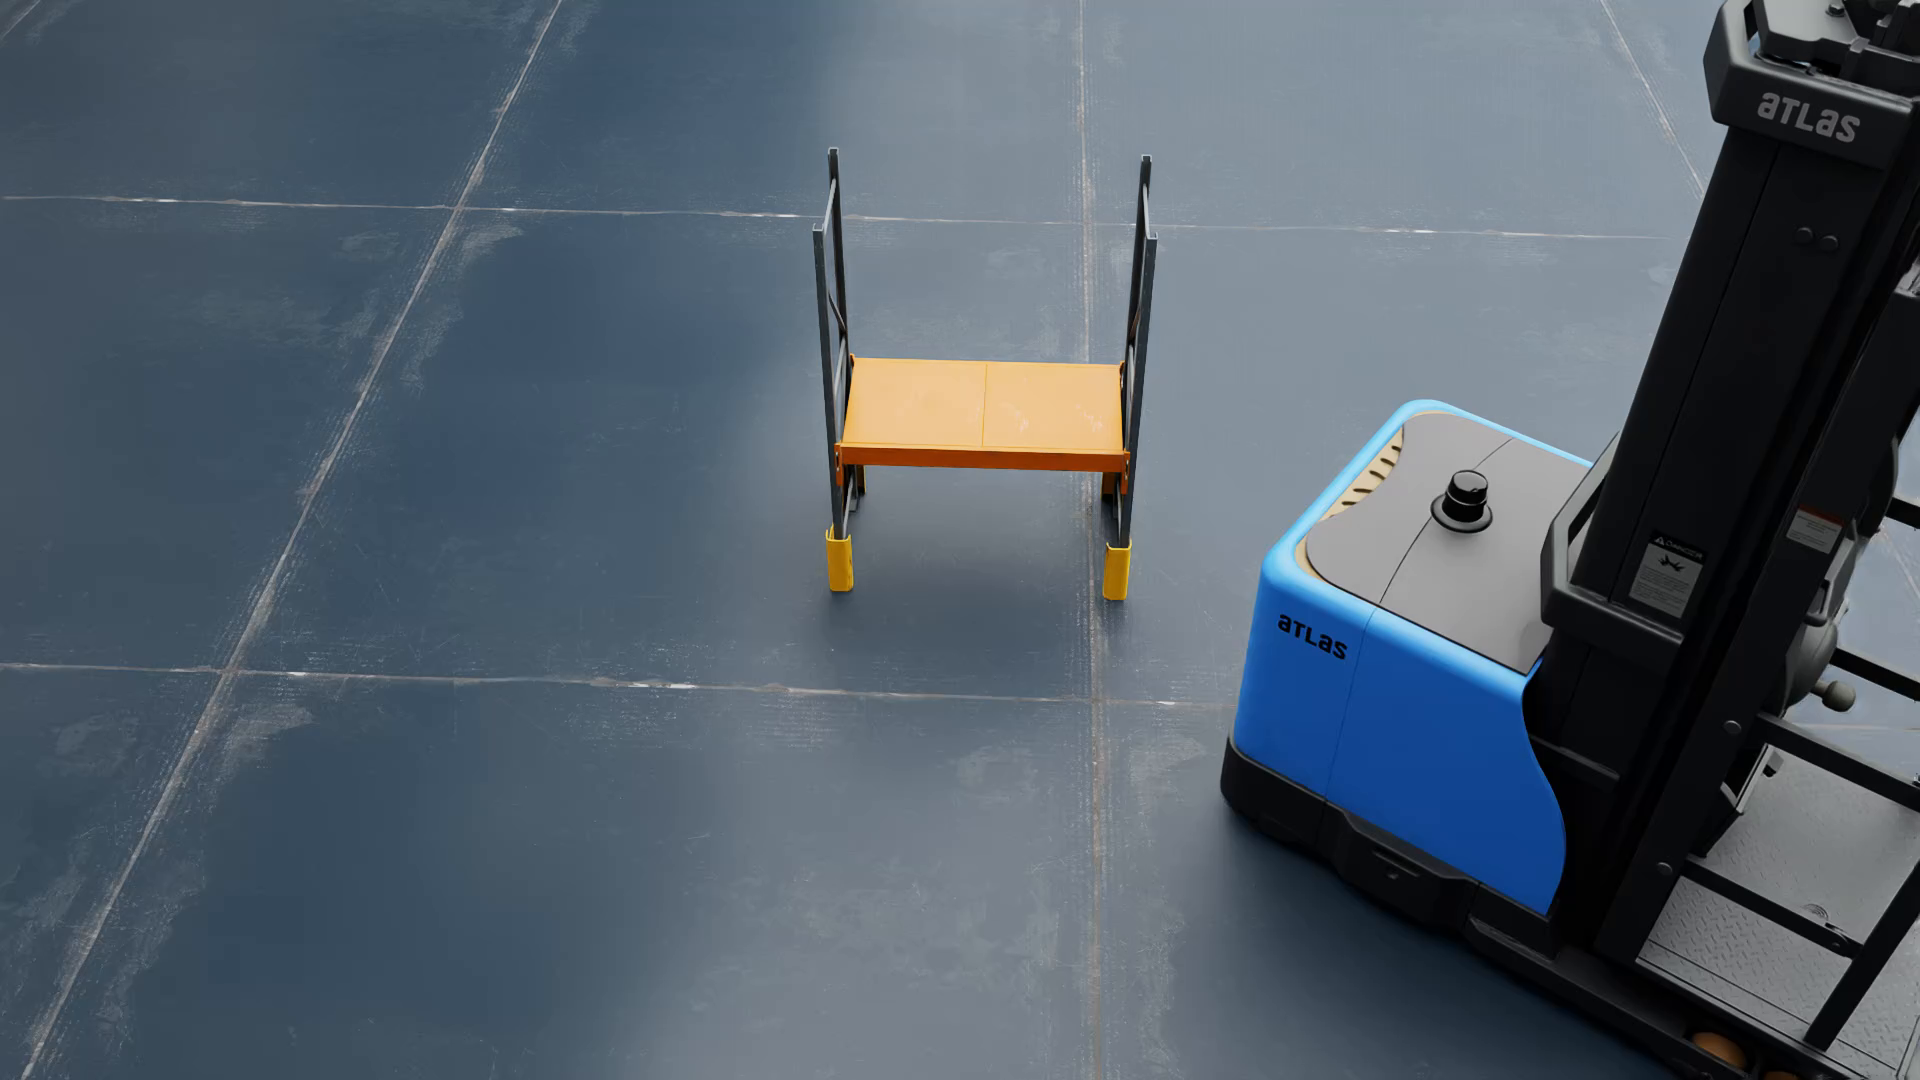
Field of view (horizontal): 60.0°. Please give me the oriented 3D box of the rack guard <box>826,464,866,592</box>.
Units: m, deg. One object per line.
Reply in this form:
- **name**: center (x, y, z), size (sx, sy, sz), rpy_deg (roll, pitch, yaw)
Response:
- **rack guard**: center (-0.421, -0.104, 6.179), size (0.087, 0.250, 0.587), rpy_deg (2, 43, 2)

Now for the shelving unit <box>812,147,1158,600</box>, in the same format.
- **shelving unit**: center (0.076, -0.546, 5.736), size (1.083, 1.500, 0.587), rpy_deg (2, 43, 2)

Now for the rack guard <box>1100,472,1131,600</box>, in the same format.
- **rack guard**: center (0.574, -0.074, 6.146), size (0.087, 0.250, 0.587), rpy_deg (2, 43, 2)

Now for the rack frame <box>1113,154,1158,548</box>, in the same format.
- **rack frame**: center (0.593, -0.531, 5.719), size (0.032, 1.500, 0.500), rpy_deg (2, 43, 2)

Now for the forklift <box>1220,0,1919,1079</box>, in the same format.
- **forklift**: center (2.311, 0.119, 3.972), size (3.031, 2.935, 1.130), rpy_deg (27, 49, 26)

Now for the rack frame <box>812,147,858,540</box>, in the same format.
- **rack frame**: center (-0.423, -0.562, 5.753), size (0.032, 1.500, 0.500), rpy_deg (2, 43, 2)

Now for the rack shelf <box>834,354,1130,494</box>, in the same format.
- **rack shelf**: center (0.085, -0.415, 5.859), size (1.000, 0.185, 0.538), rpy_deg (2, 43, 2)
